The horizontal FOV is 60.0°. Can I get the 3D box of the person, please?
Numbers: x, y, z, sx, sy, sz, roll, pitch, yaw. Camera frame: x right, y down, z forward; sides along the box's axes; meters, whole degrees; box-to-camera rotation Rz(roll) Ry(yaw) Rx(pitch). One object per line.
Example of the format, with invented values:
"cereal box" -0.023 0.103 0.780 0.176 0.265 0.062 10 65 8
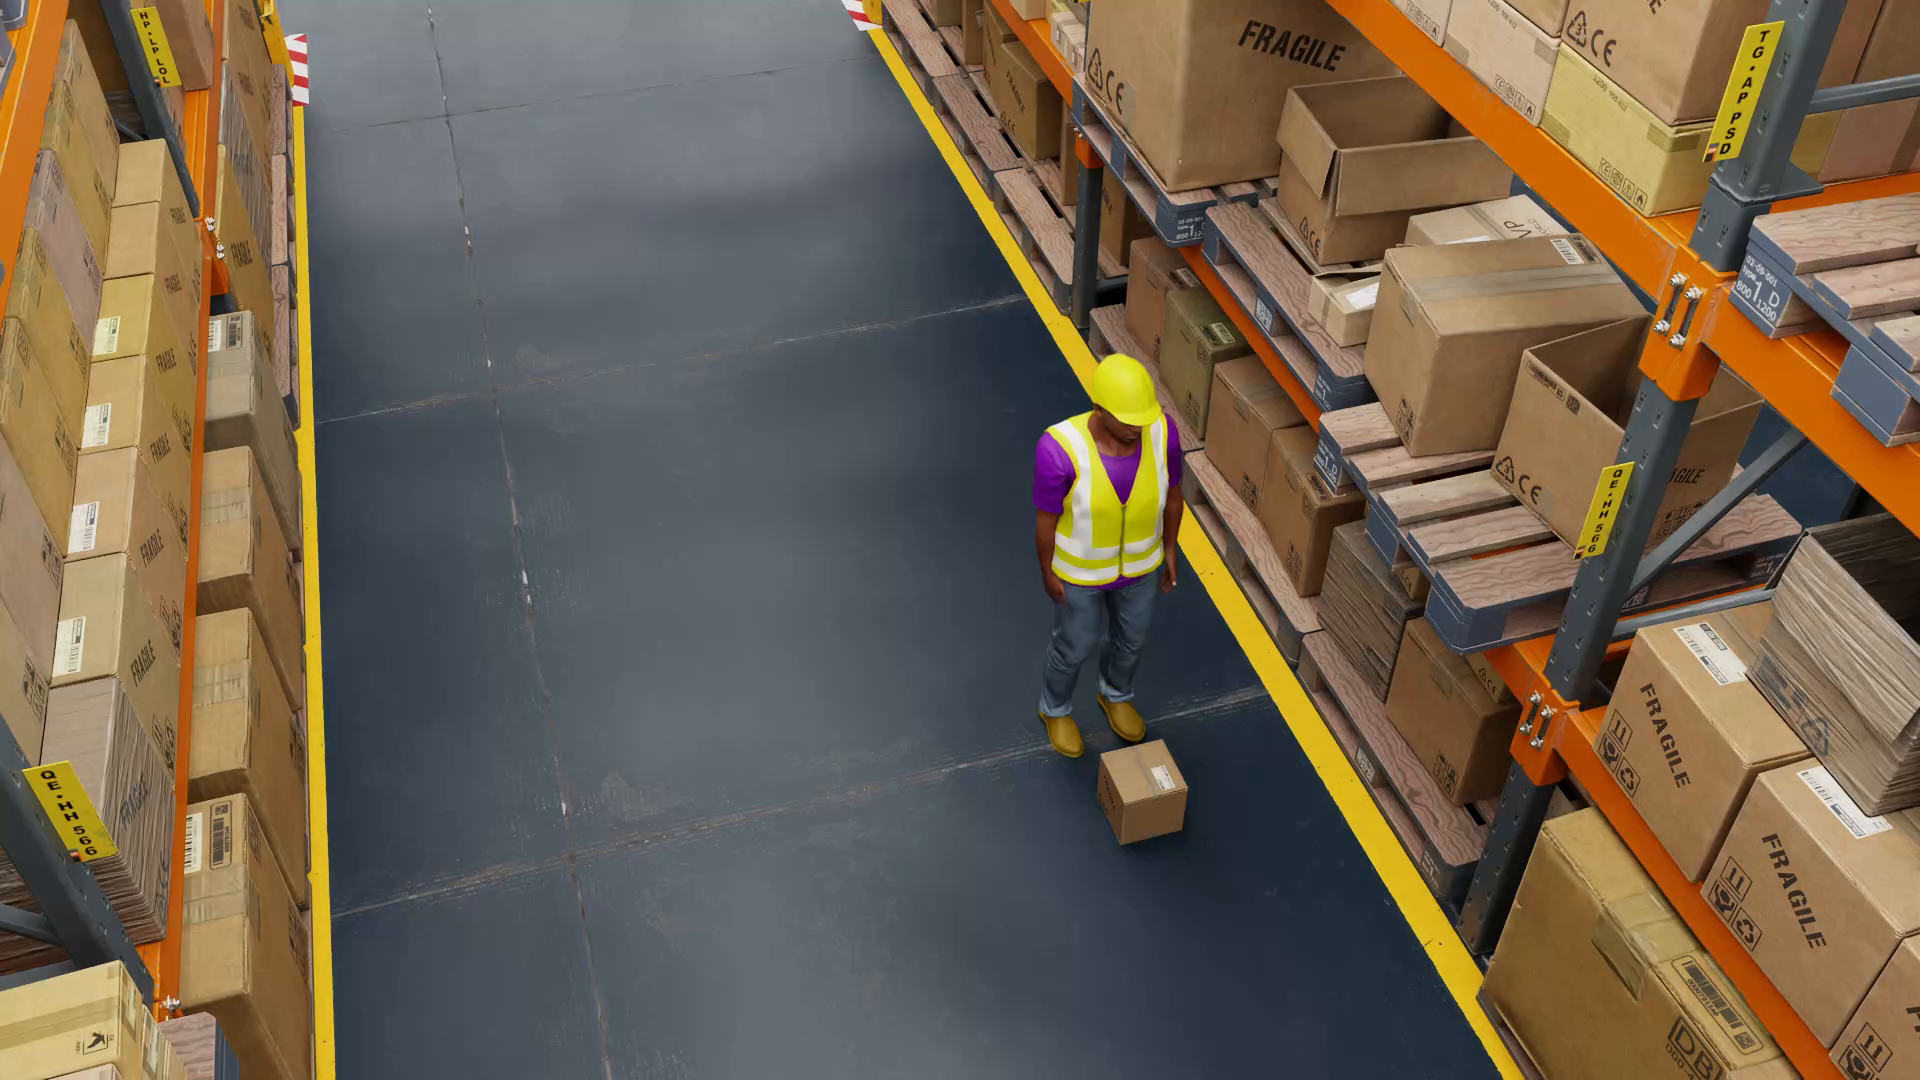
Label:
"person" 0.540 0.069 6.073 0.565 1.764 0.361 -13 43 -14
